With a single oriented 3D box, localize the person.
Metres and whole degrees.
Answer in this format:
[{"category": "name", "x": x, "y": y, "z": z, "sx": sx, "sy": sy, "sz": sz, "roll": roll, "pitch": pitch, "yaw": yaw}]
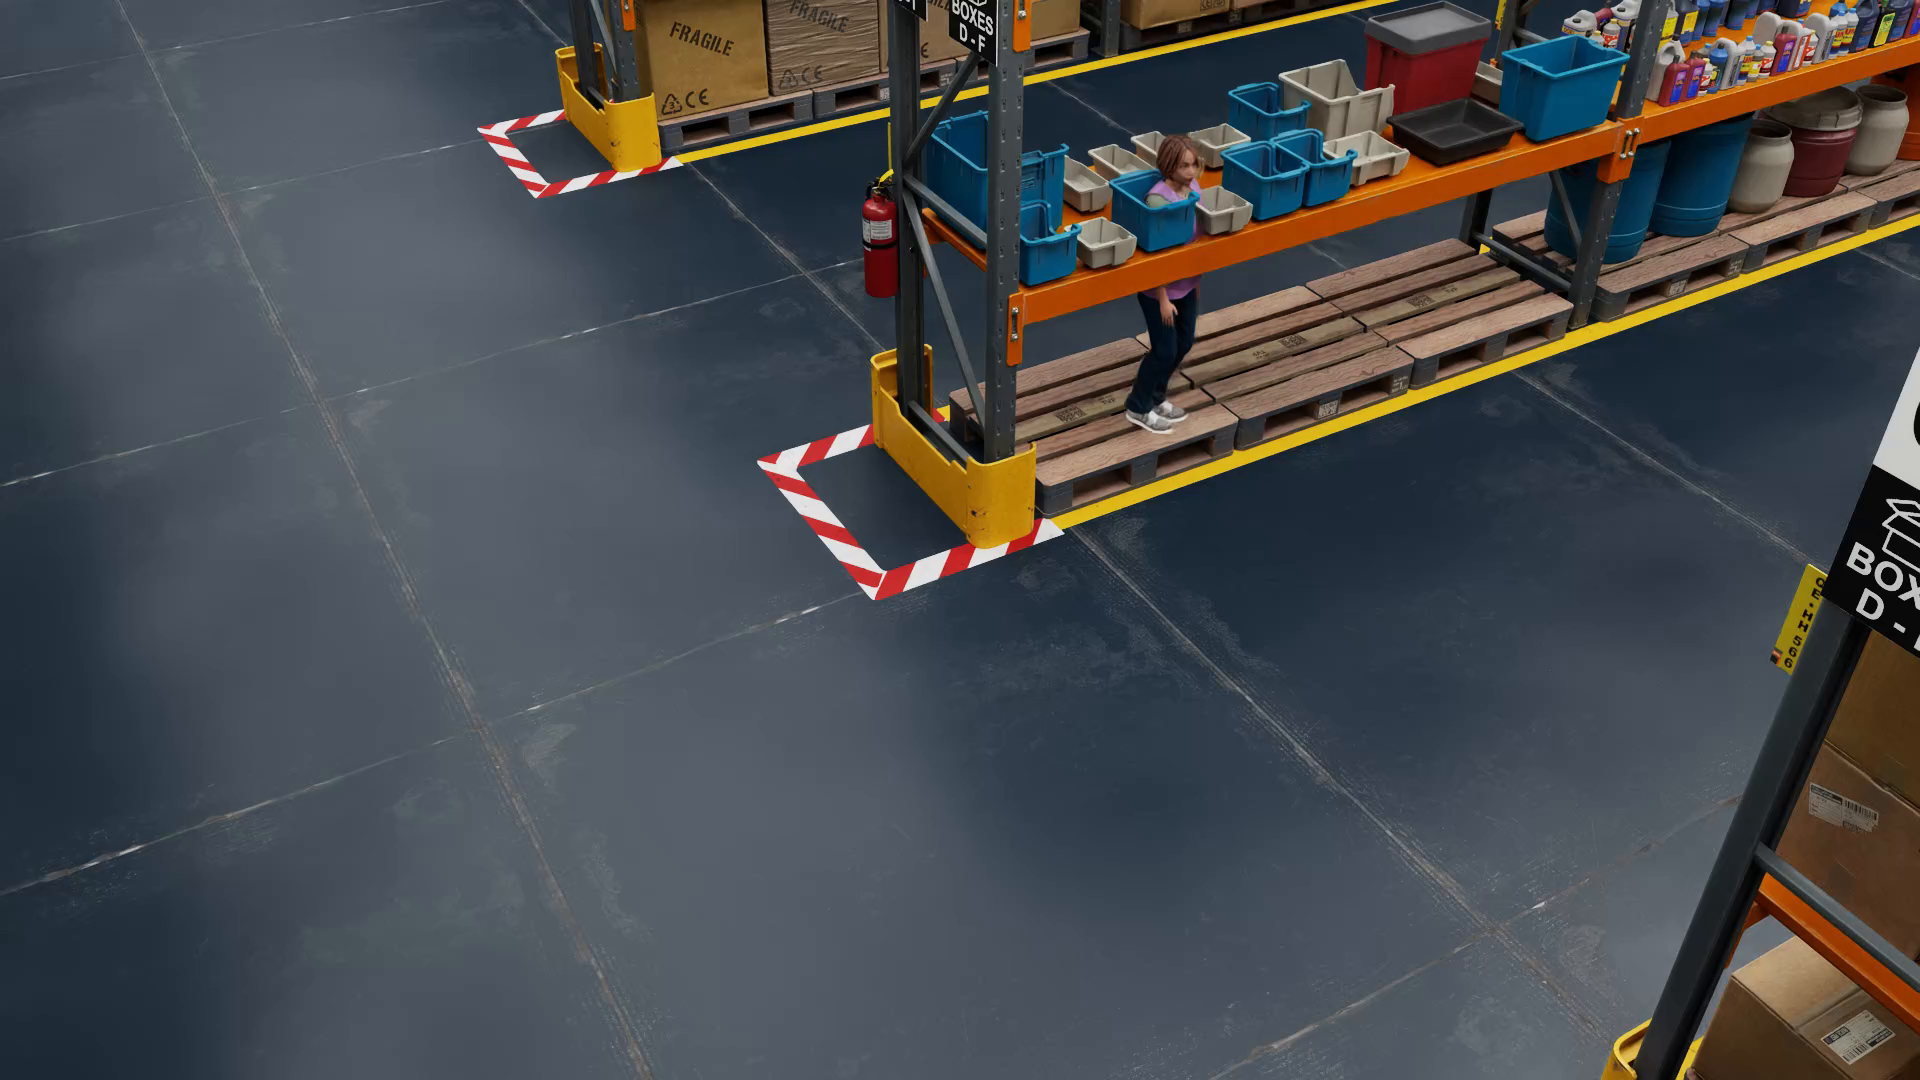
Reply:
[{"category": "person", "x": 1.037, "y": -1.259, "z": 8.263, "sx": 0.310, "sy": 1.581, "sz": 0.431, "roll": 23, "pitch": 43, "yaw": 27}]
